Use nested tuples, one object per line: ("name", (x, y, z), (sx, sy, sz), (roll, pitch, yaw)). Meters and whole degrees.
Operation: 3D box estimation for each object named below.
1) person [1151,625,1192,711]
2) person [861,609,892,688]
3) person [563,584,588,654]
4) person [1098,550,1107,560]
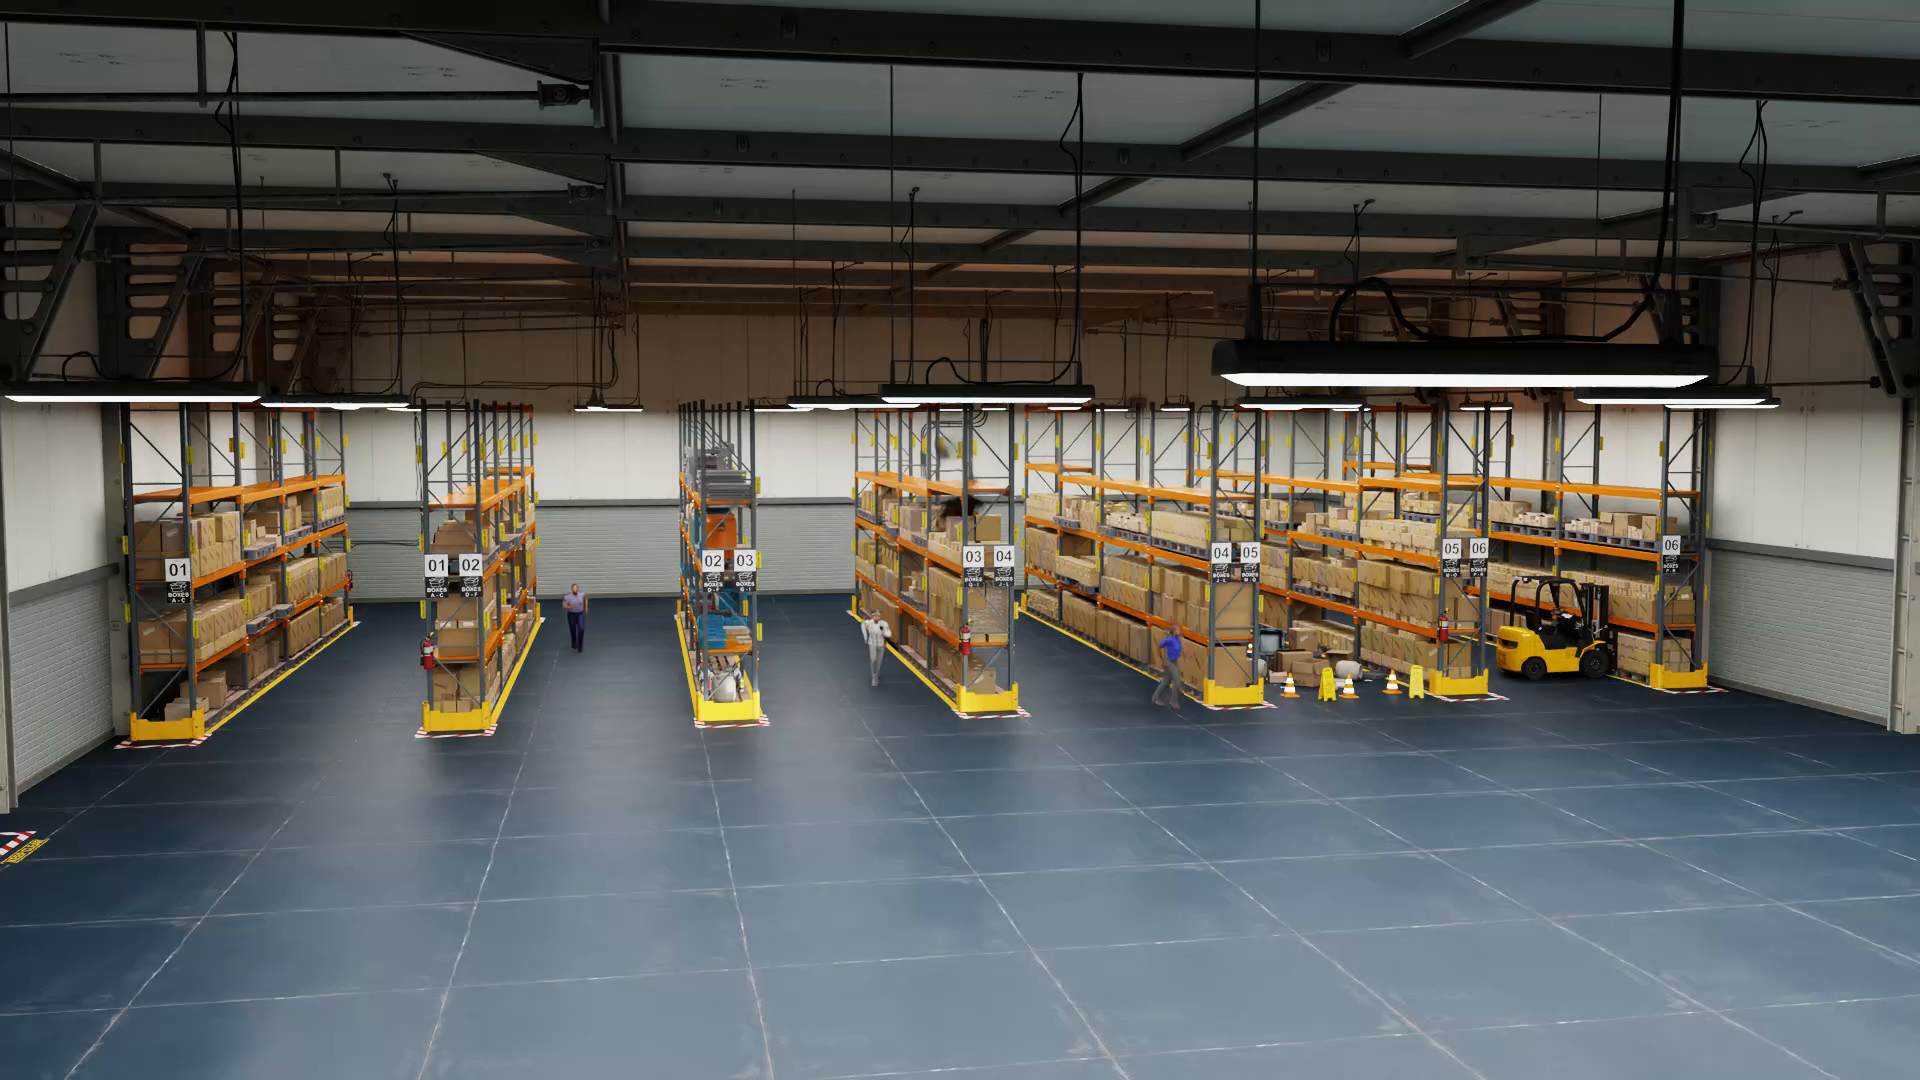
("person", (4.102, 2.488, 32.337), (0.832, 1.706, 0.507), (2, 5, 26))
("person", (-1.763, 2.254, 35.063), (0.603, 1.660, 0.892), (-1, 4, -9))
("person", (-9.287, 1.898, 40.170), (0.635, 1.717, 0.844), (-2, 5, -22))
("person", (4.183, 1.123, 48.846), (0.929, 1.812, 0.671), (4, 6, 40))
